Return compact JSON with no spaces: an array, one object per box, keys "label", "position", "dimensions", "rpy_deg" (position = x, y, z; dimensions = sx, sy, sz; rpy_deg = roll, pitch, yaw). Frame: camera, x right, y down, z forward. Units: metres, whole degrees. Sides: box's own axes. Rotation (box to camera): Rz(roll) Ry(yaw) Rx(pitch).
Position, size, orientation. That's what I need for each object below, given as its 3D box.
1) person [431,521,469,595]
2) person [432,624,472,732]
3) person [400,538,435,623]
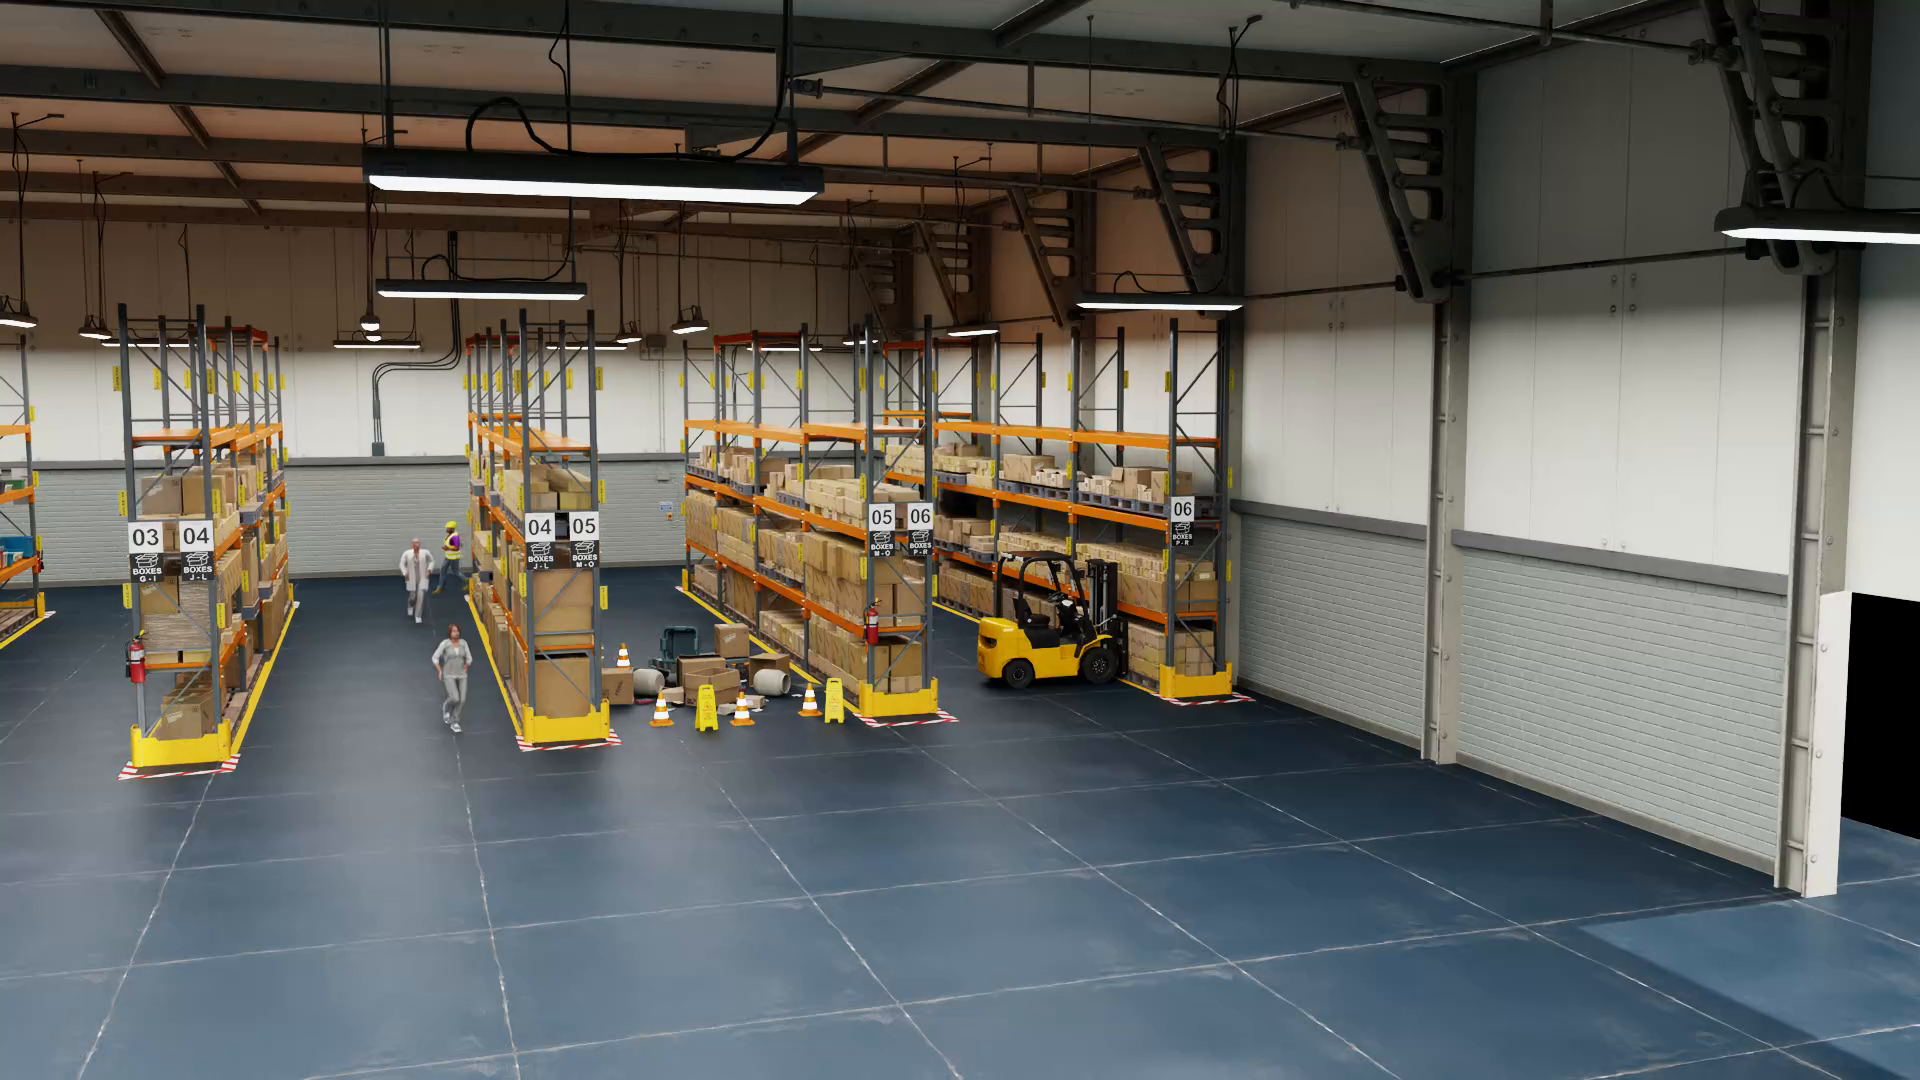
[{"label":"person","position":[-11.923,0.419,39.170],"dimensions":[0.943,1.742,0.736],"rpy_deg":[-4,7,-35]},{"label":"person","position":[-7.214,1.976,23.782],"dimensions":[0.530,1.558,0.510],"rpy_deg":[-4,7,-34]},{"label":"person","position":[-11.384,0.831,34.930],"dimensions":[0.712,1.759,0.744],"rpy_deg":[-2,6,-18]}]
